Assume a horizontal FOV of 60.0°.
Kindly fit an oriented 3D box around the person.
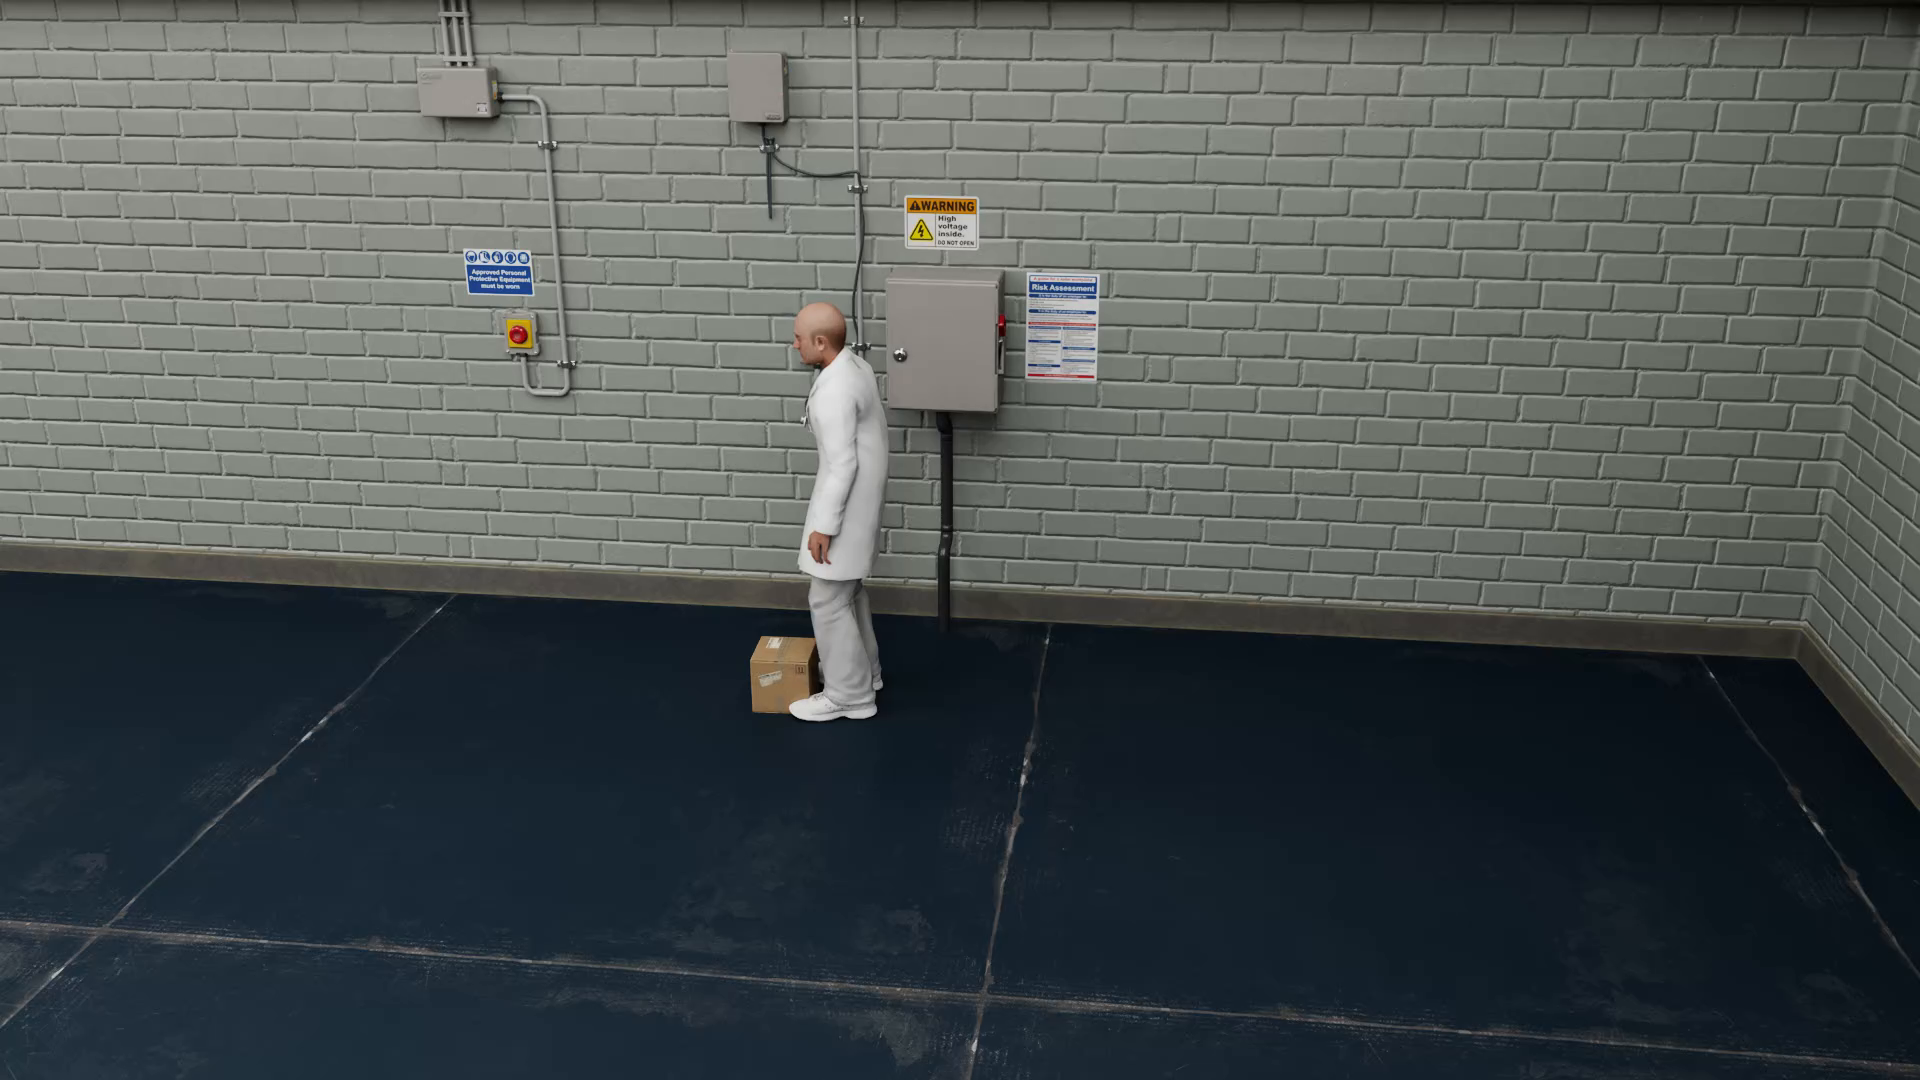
[{"bbox_3d":[-0.505,-0.120,6.919,0.424,1.773,0.642,2,21,5],"label":"person"}]
